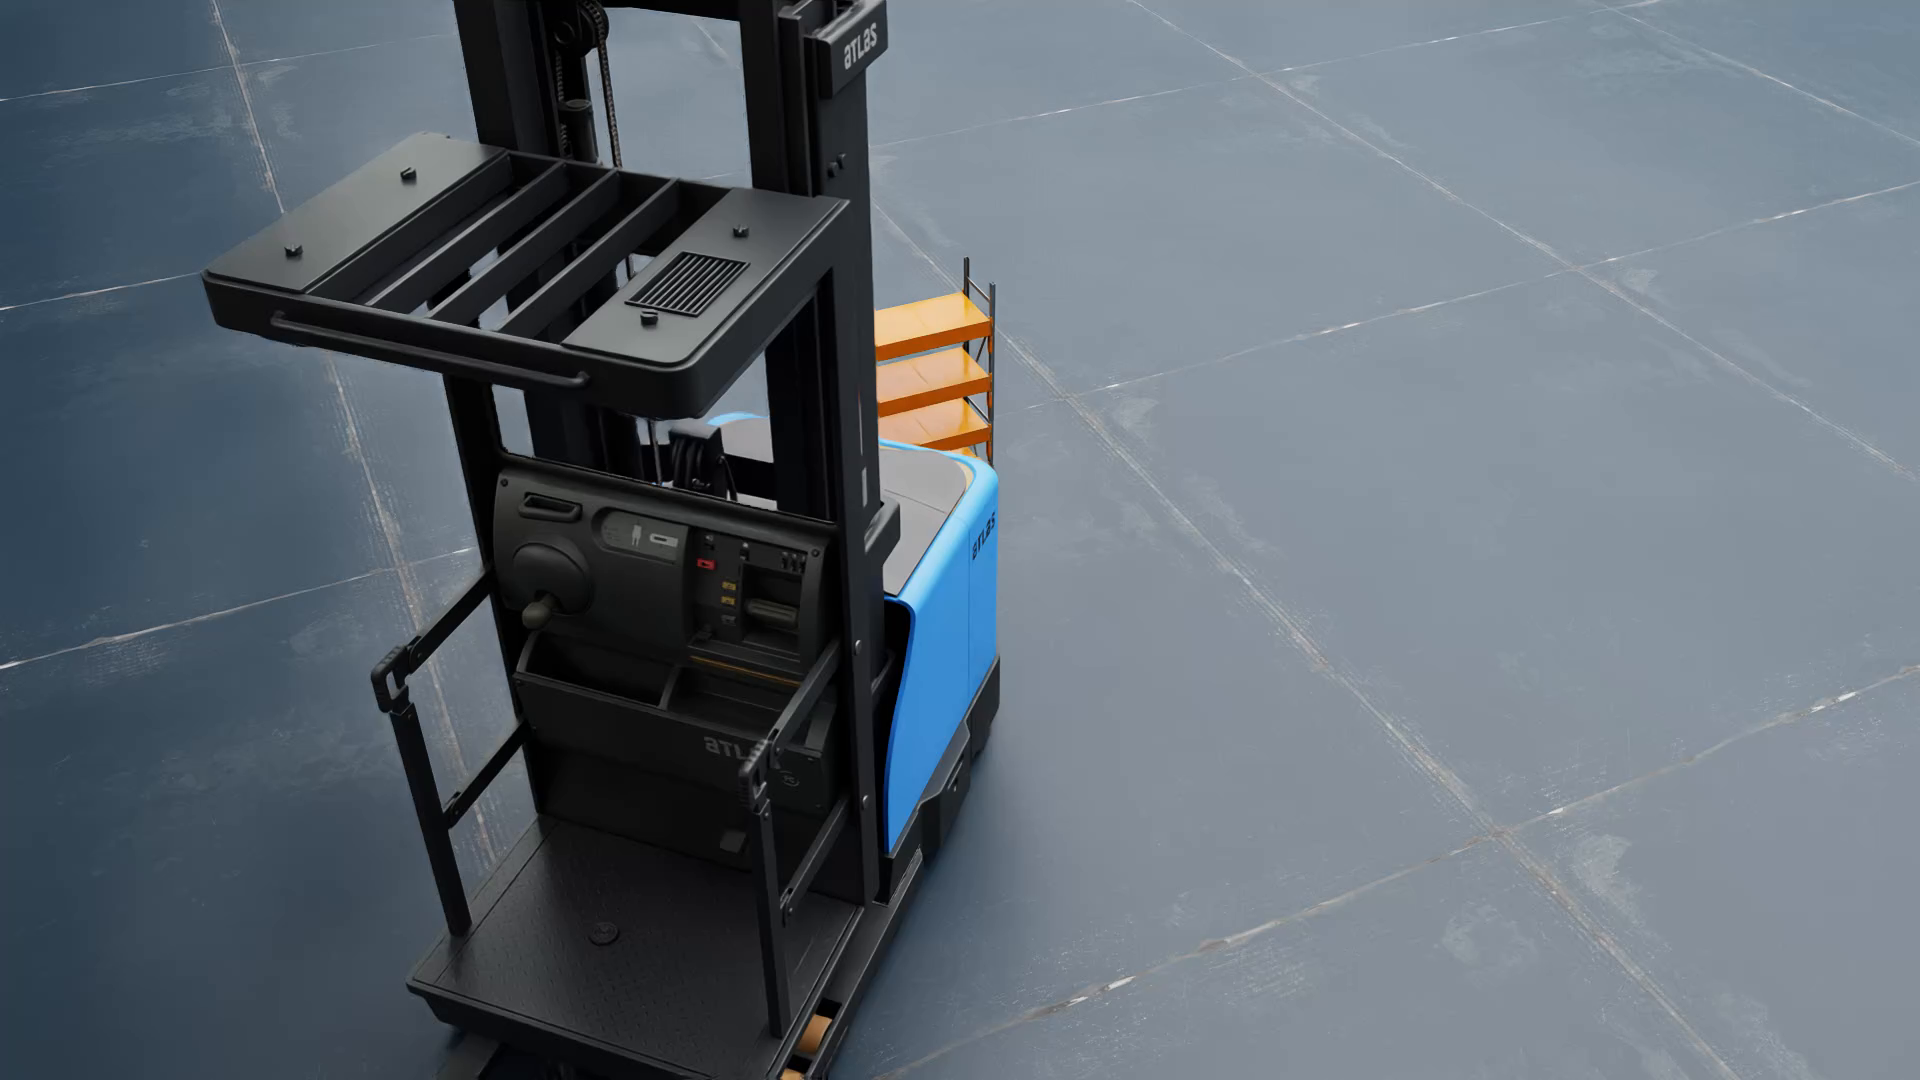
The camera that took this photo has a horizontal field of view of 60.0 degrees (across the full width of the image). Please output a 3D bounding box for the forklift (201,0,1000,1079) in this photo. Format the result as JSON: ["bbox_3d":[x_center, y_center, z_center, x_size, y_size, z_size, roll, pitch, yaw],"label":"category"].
[{"bbox_3d":[-0.847,0.159,4.076,1.130,2.935,3.031,12,38,16],"label":"forklift"}]

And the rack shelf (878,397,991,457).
[{"bbox_3d":[-0.150,-0.386,6.376,0.480,0.148,0.258,-16,39,-20],"label":"rack shelf"}]

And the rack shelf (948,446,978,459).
[{"bbox_3d":[-0.150,-0.226,6.494,0.480,0.148,0.258,-16,39,-20],"label":"rack shelf"}]

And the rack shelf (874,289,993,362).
[{"bbox_3d":[-0.150,-0.756,6.102,0.480,0.148,0.258,-16,39,-20],"label":"rack shelf"}]

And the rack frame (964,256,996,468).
[{"bbox_3d":[0.071,-0.502,6.419,0.015,1.200,0.240,-16,39,-20],"label":"rack frame"}]

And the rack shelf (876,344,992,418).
[{"bbox_3d":[-0.150,-0.566,6.243,0.480,0.148,0.258,-16,39,-20],"label":"rack shelf"}]

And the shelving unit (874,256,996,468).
[{"bbox_3d":[-0.150,-0.440,6.336,0.503,1.200,0.258,-16,39,-20],"label":"shelving unit"}]
